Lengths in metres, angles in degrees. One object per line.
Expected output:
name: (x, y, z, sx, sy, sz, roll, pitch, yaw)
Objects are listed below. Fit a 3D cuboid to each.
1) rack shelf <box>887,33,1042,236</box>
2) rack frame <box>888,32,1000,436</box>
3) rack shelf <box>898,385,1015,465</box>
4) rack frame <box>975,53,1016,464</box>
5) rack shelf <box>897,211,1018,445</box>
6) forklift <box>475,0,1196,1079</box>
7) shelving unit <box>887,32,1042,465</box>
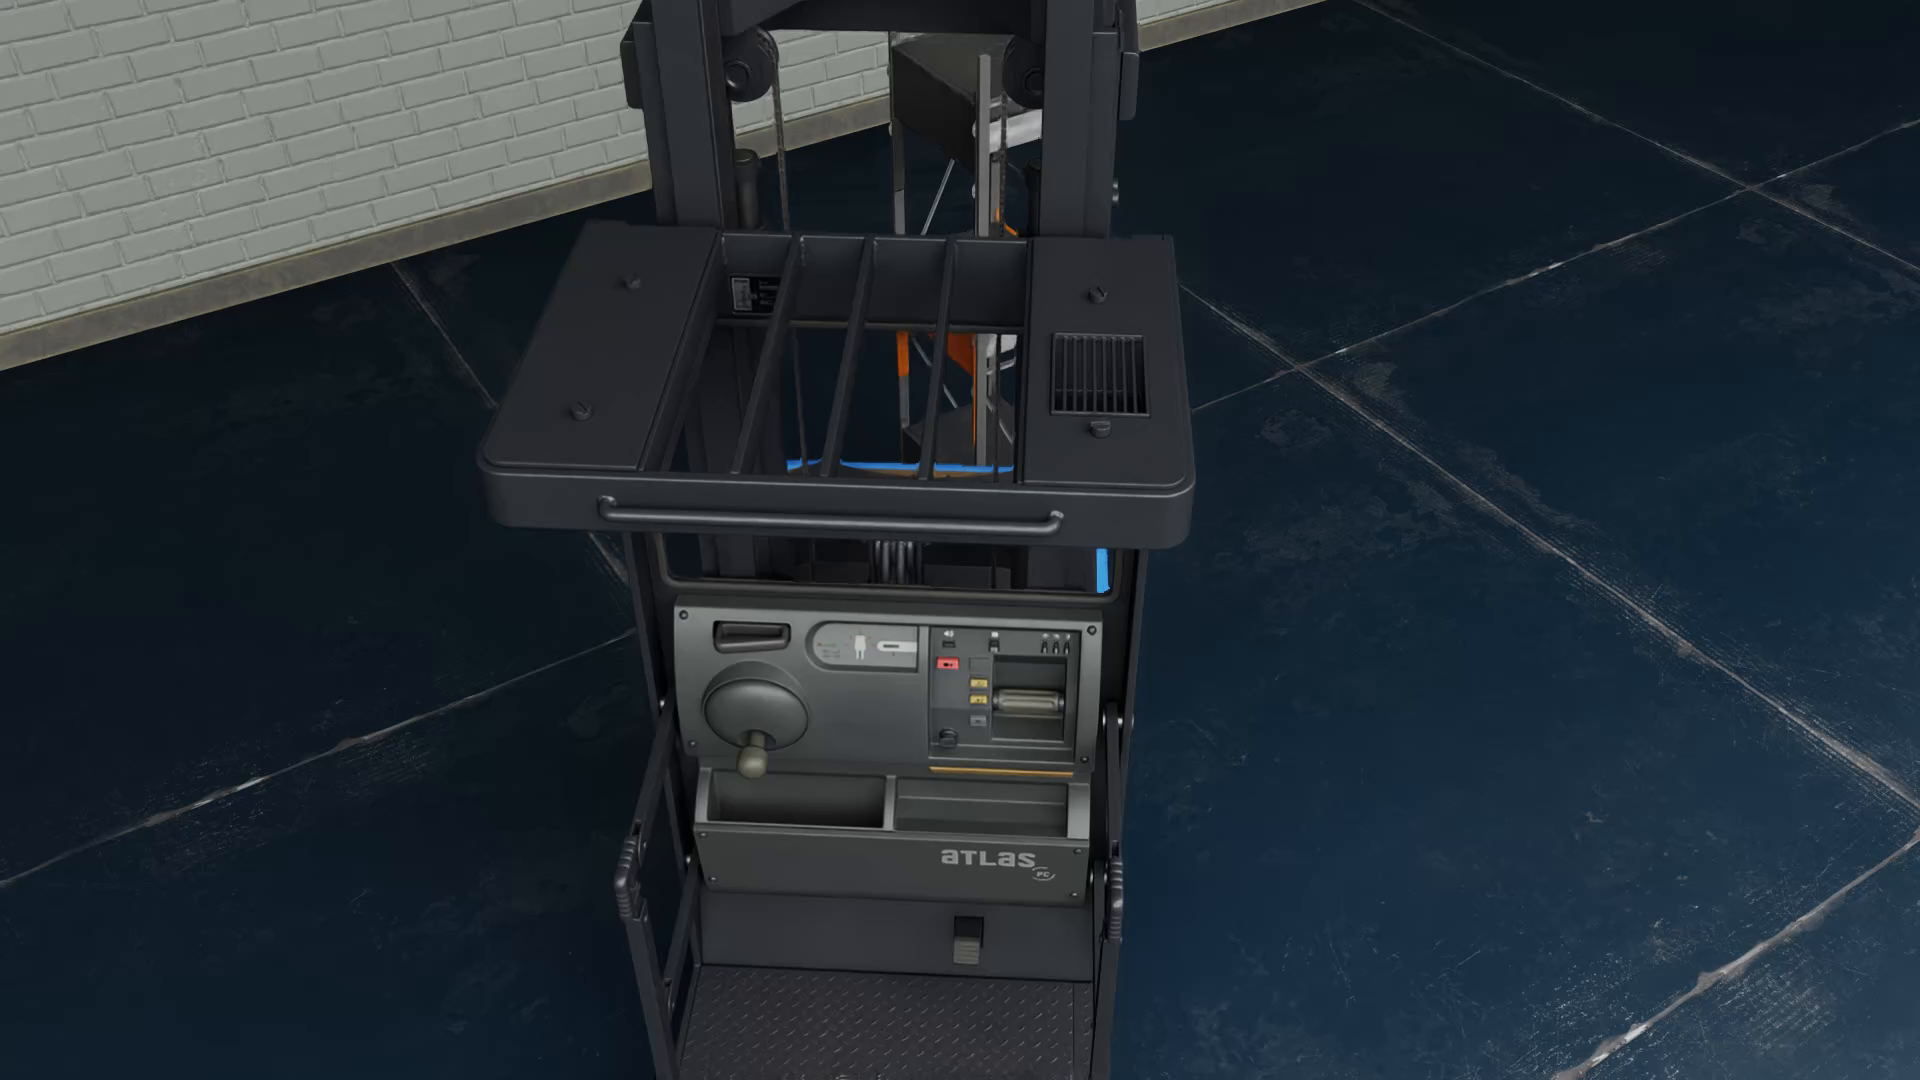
rack shelf: (0.089, -1.245, 5.031, 0.431, 0.518, 0.480, -22, 45, -24)
rack frame: (-0.042, -0.849, 5.629, 0.400, 2.100, 0.015, -22, 45, -24)
rack shelf: (0.089, -0.169, 5.927, 0.431, 0.518, 0.480, -22, 45, -24)
rack frame: (0.220, -0.586, 5.313, 0.400, 2.100, 0.015, -22, 45, -24)
rack shelf: (0.089, -0.707, 5.479, 0.431, 0.518, 0.480, -22, 45, -24)
forklift: (-0.169, 0.410, 3.468, 1.130, 2.935, 3.031, 2, 40, 2)
shelving unit: (0.089, -0.717, 5.471, 0.431, 2.100, 0.503, -22, 45, -24)
